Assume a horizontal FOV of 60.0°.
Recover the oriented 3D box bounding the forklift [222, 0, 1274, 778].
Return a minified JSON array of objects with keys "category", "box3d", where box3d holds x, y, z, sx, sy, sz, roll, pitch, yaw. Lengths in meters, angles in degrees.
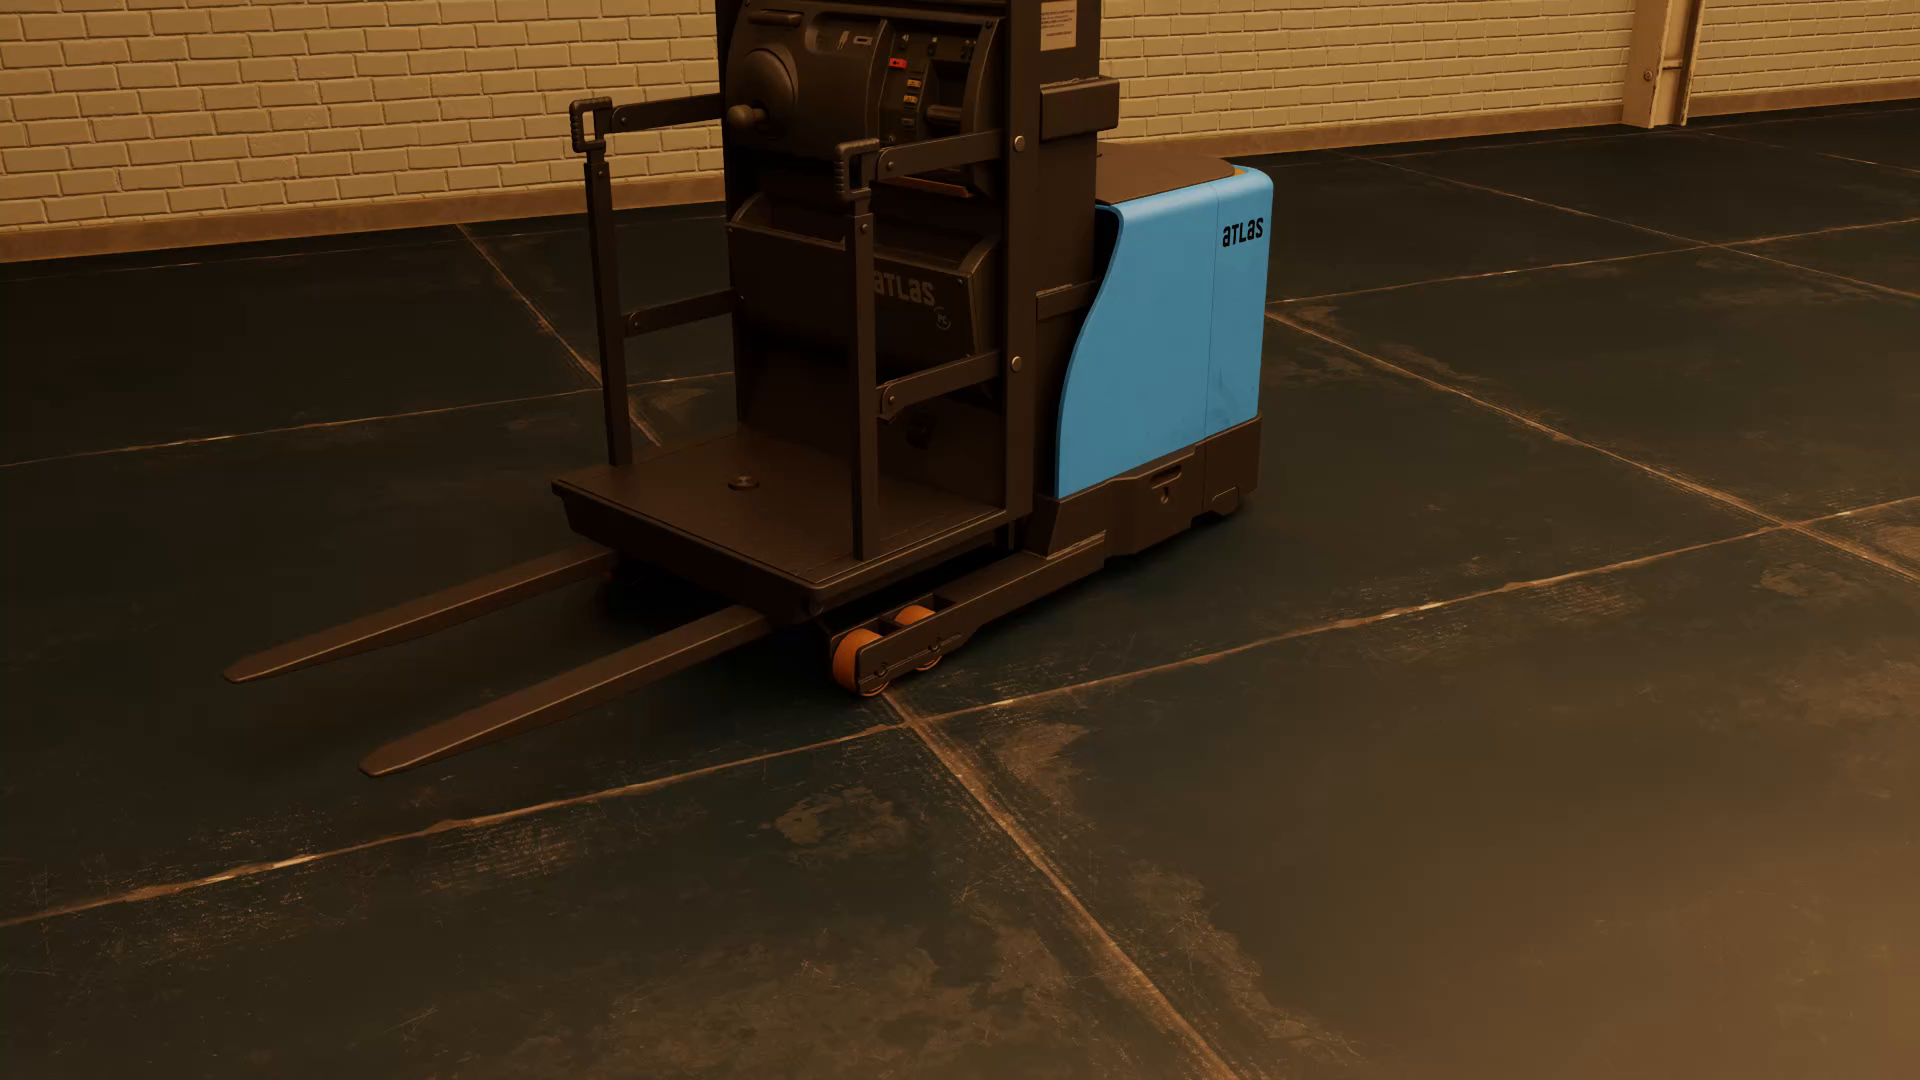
[{"category":"forklift","box3d":[-0.413,-1.182,4.131,1.130,2.935,3.031,19,29,39]}]
